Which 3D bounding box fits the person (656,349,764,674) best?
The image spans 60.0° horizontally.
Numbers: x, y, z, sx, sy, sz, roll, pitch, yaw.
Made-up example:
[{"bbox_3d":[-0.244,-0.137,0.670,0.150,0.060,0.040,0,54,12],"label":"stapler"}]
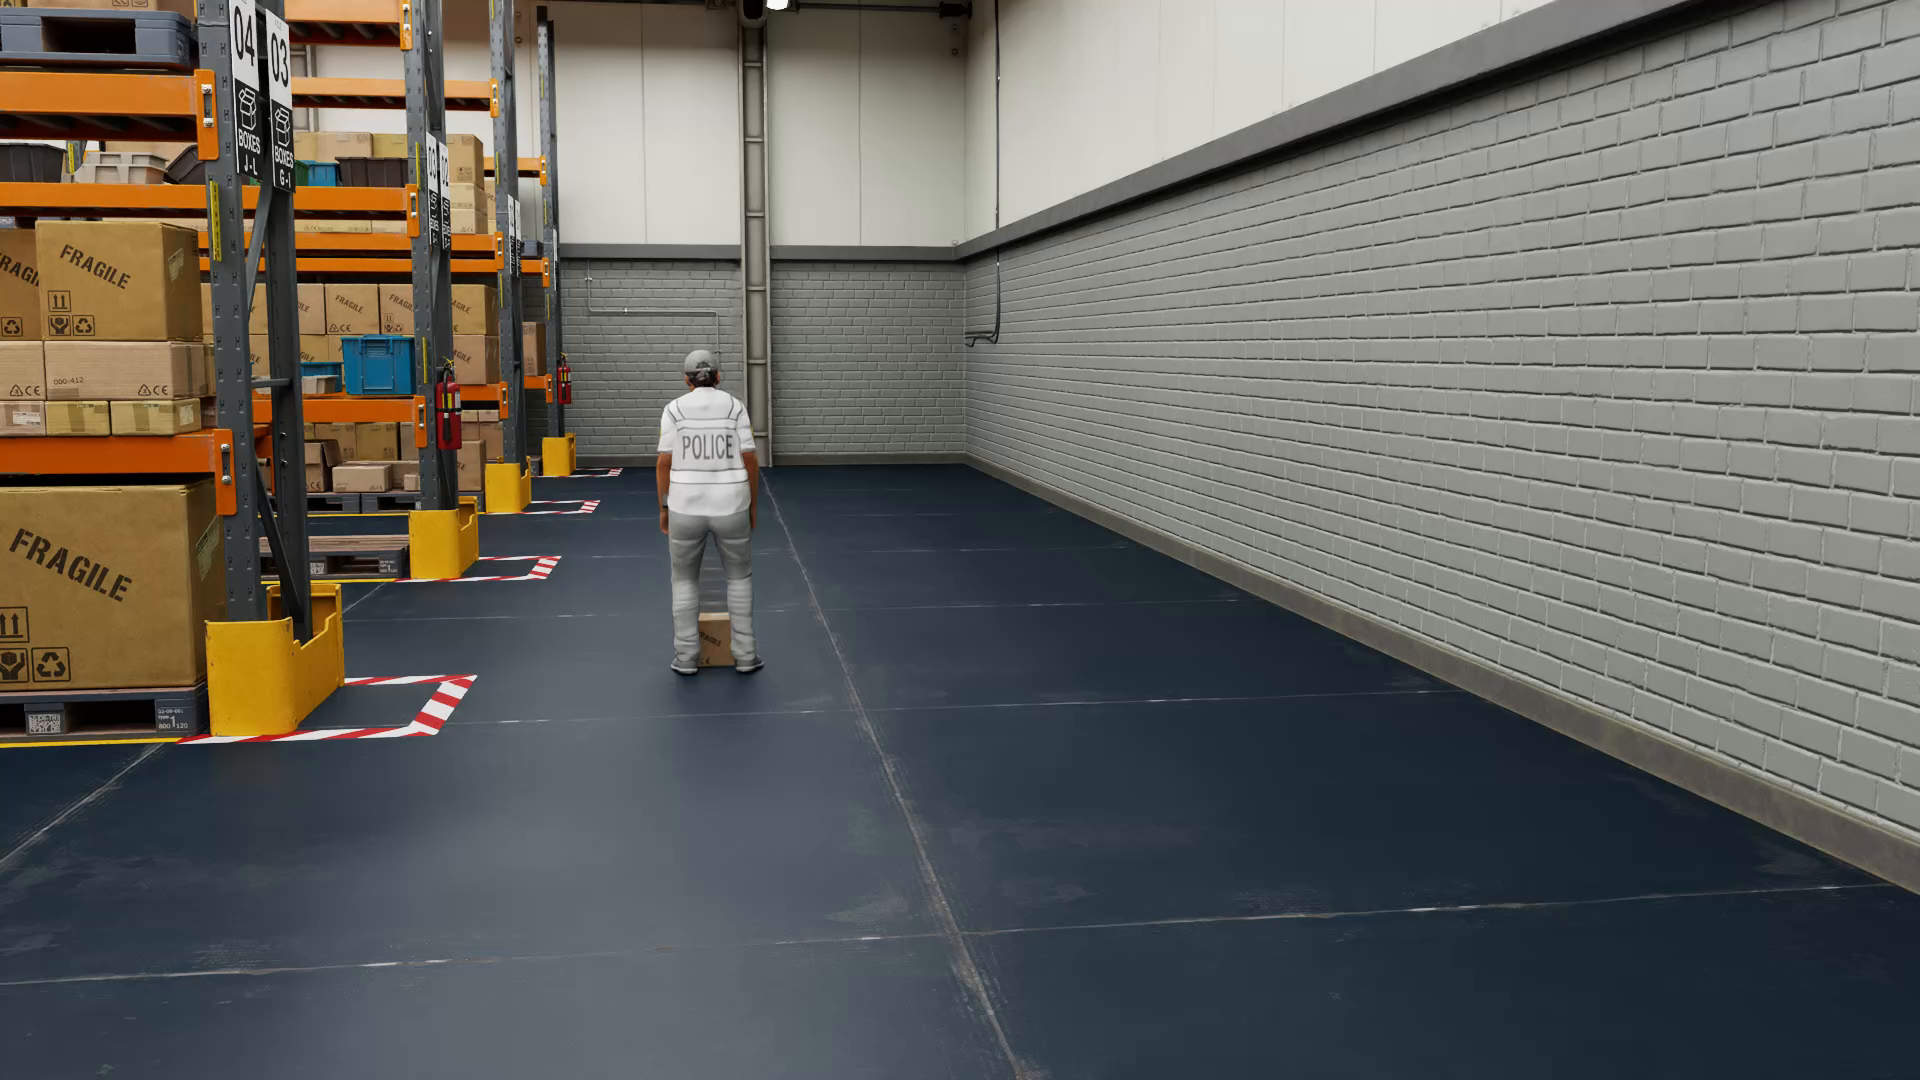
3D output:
[{"bbox_3d":[-1.289,-0.146,8.579,0.541,1.665,0.465,-1,7,-11],"label":"person"}]
